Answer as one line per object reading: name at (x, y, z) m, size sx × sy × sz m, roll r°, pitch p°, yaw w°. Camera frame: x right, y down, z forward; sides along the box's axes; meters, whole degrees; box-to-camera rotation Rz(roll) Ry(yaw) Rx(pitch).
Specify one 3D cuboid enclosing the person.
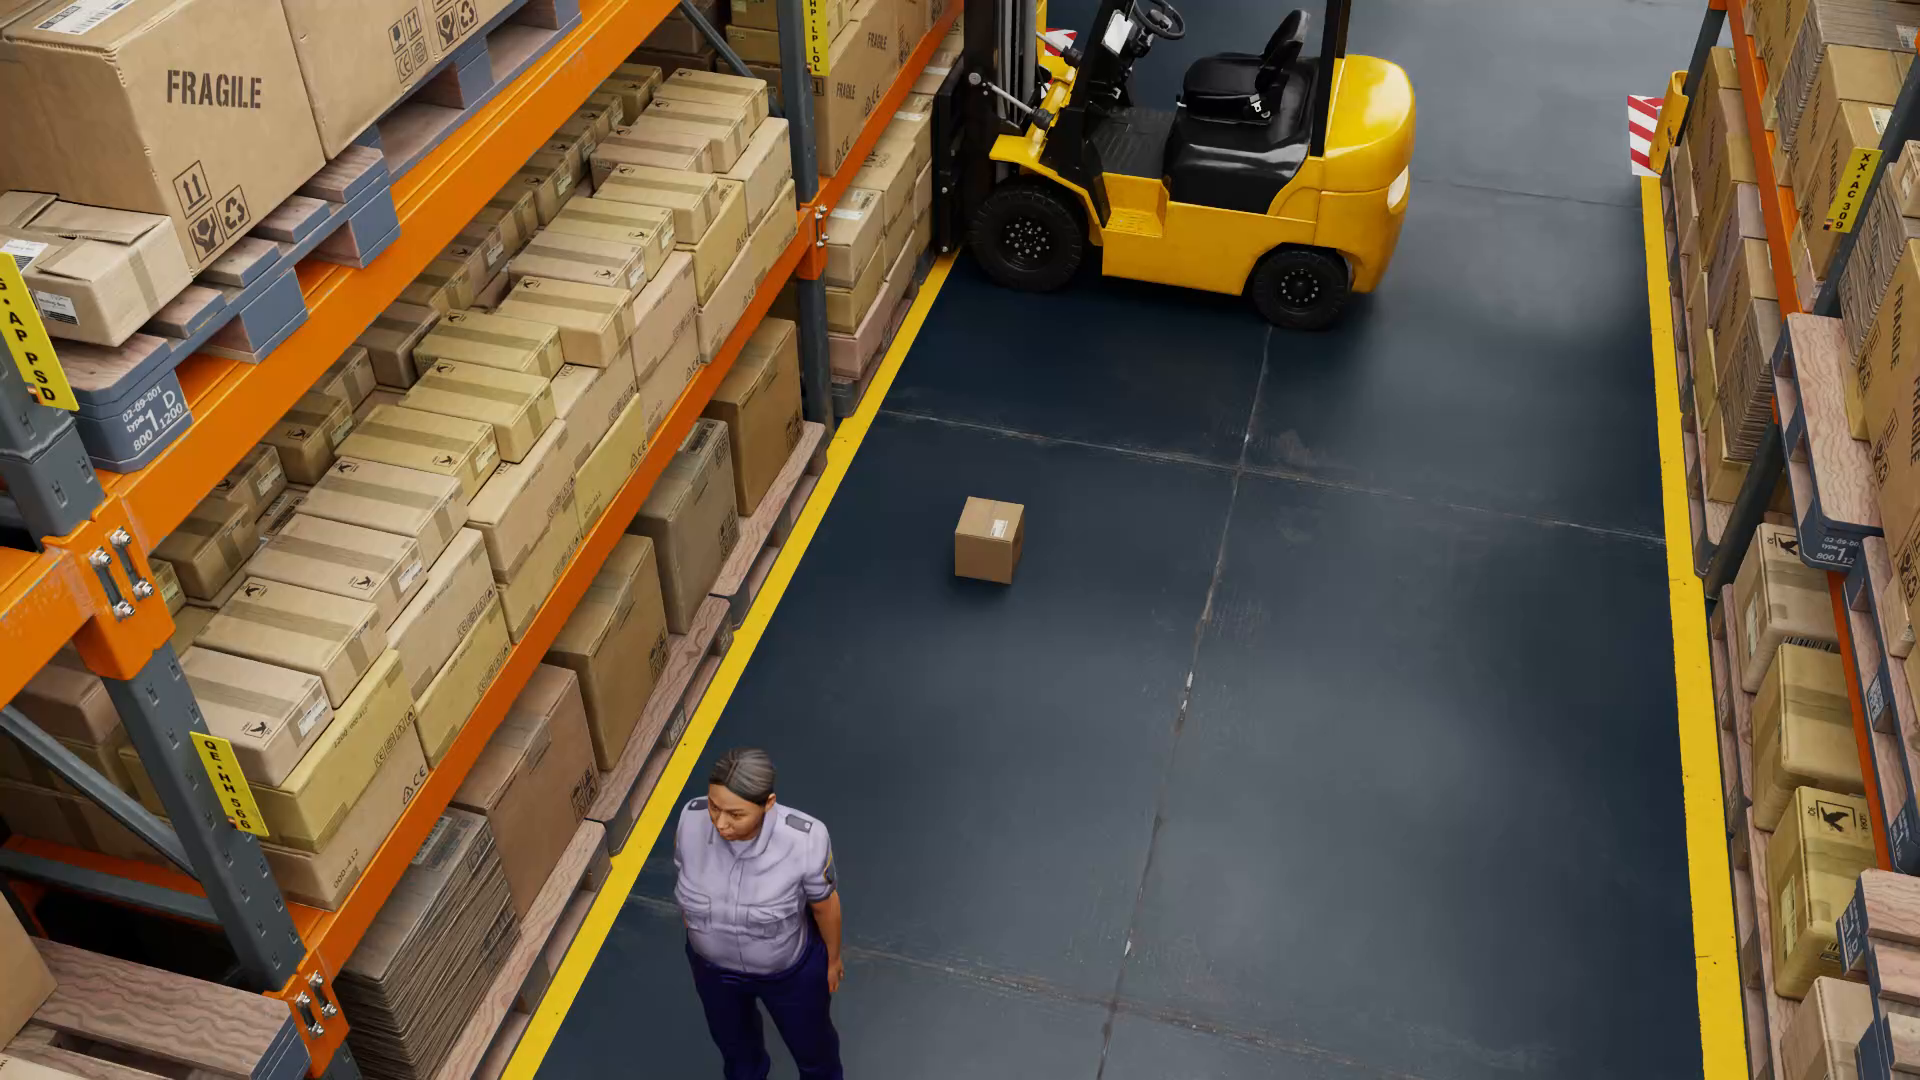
person at (-0.580, 1.203, 4.775) m, size 0.473 × 1.650 × 0.354 m, roll 8°, pitch 42°, yaw 9°
